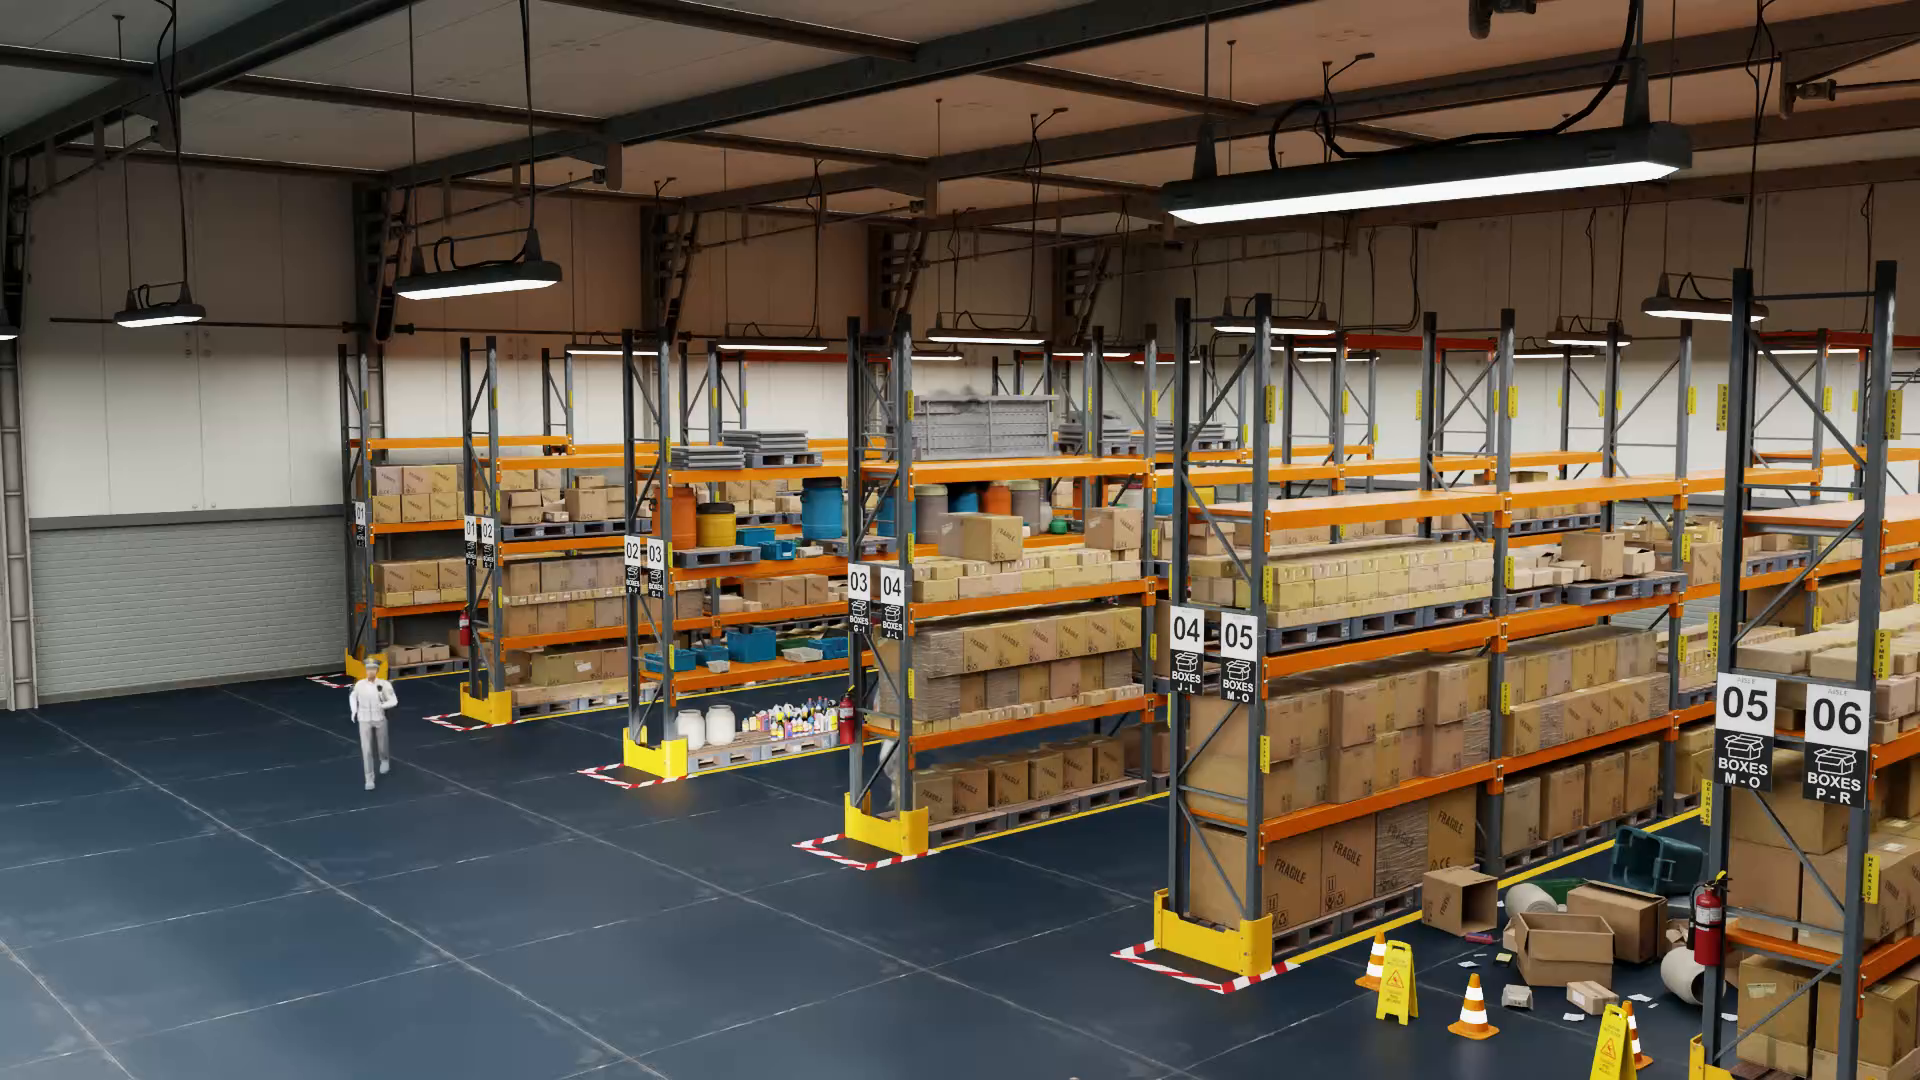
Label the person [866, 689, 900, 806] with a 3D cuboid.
[{"bbox_3d":[-0.840,2.412,20.690,0.772,1.776,0.633,-5,7,-43],"label":"person"}]

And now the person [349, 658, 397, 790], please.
[{"bbox_3d":[-7.685,2.370,21.772,0.624,1.669,0.846,-1,5,-13],"label":"person"}]

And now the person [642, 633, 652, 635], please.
[{"bbox_3d":[-5.637,1.584,30.383,0.661,1.717,0.936,5,7,41],"label":"person"}]
